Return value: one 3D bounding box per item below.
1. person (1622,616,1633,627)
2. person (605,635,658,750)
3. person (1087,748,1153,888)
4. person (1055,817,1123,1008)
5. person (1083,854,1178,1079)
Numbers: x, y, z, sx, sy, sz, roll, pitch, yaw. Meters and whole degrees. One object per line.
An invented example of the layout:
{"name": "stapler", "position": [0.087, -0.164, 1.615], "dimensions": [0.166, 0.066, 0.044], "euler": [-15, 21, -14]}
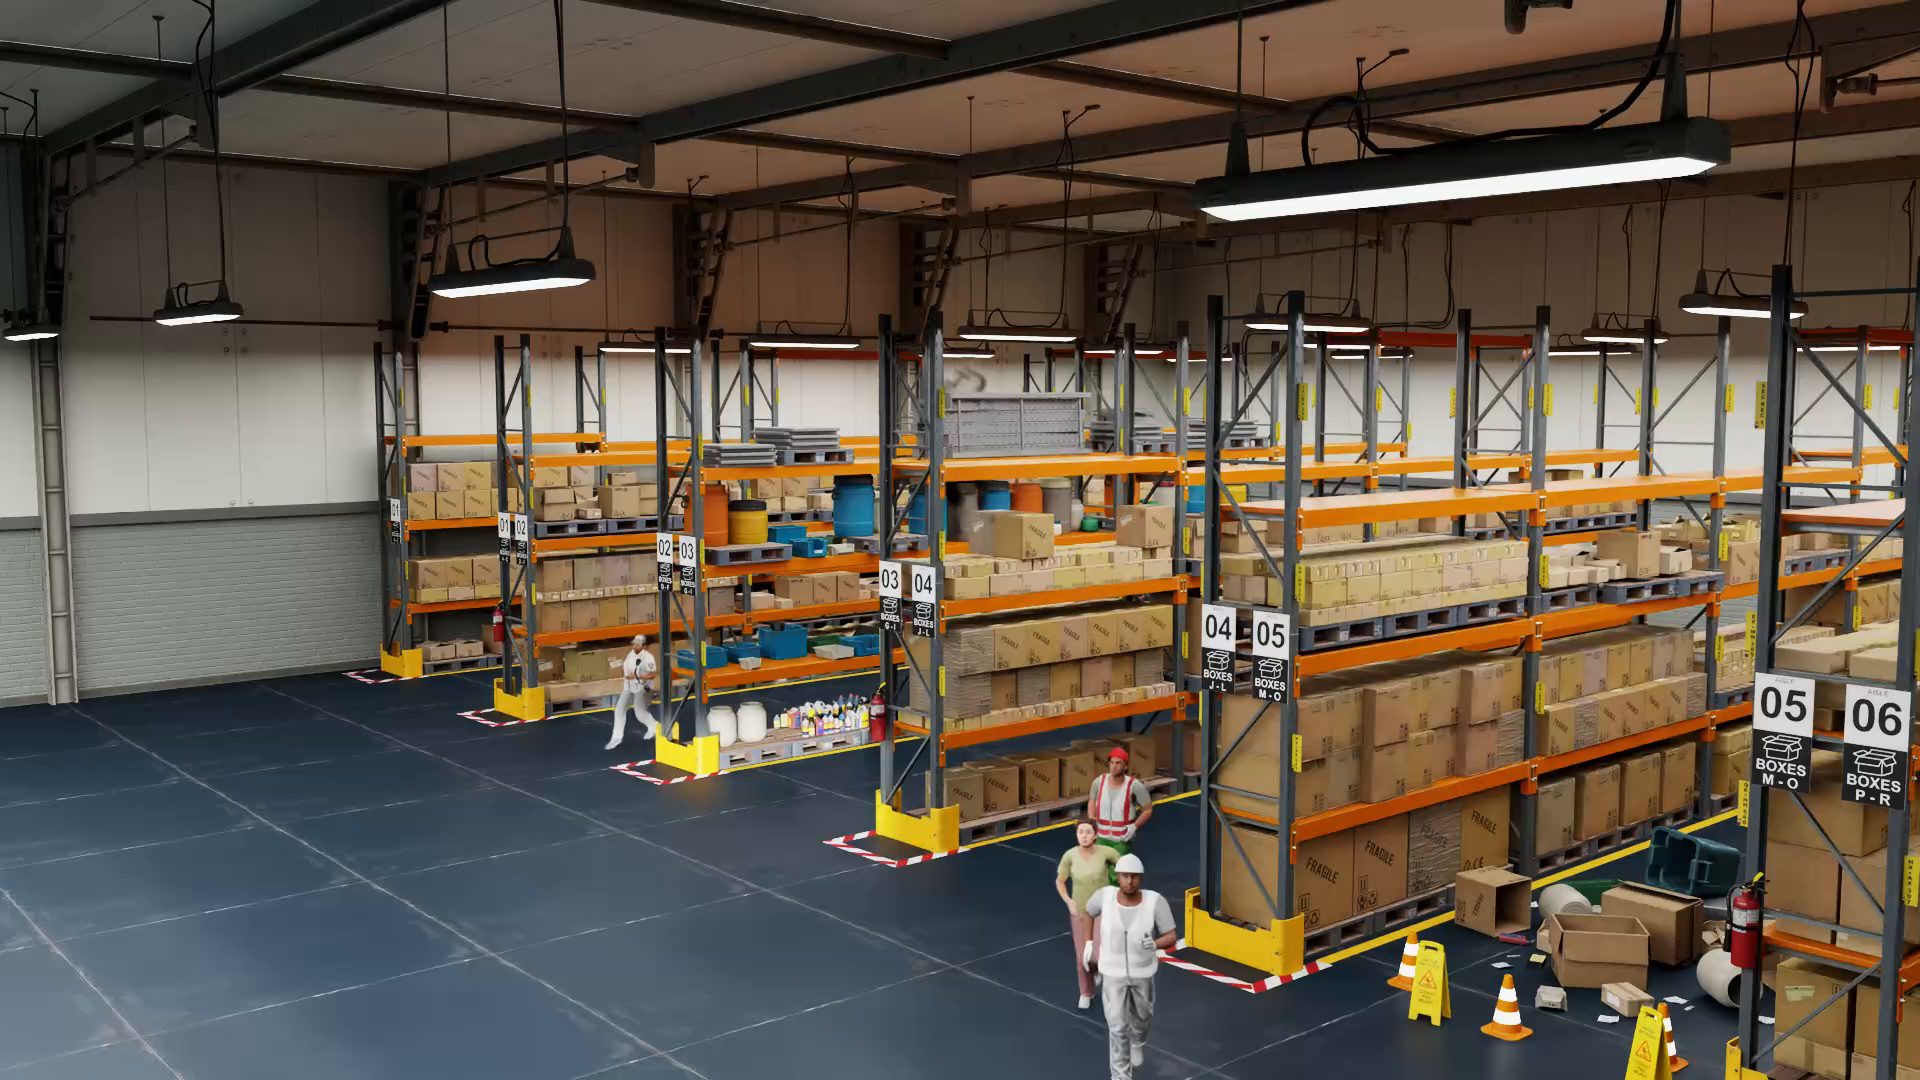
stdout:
{"name": "person", "position": [10.567, 1.942, 26.062], "dimensions": [0.741, 1.778, 0.650], "euler": [-5, 7, -41]}
{"name": "person", "position": [-4.613, 2.169, 23.998], "dimensions": [0.649, 1.650, 0.907], "euler": [3, 6, 33]}
{"name": "person", "position": [1.530, 2.855, 16.033], "dimensions": [0.661, 1.745, 0.591], "euler": [2, 6, 23]}
{"name": "person", "position": [1.090, 3.105, 13.822], "dimensions": [0.601, 1.628, 0.602], "euler": [1, 5, 10]}
{"name": "person", "position": [1.234, 3.142, 12.104], "dimensions": [0.684, 1.769, 1.001], "euler": [0, 5, 4]}
